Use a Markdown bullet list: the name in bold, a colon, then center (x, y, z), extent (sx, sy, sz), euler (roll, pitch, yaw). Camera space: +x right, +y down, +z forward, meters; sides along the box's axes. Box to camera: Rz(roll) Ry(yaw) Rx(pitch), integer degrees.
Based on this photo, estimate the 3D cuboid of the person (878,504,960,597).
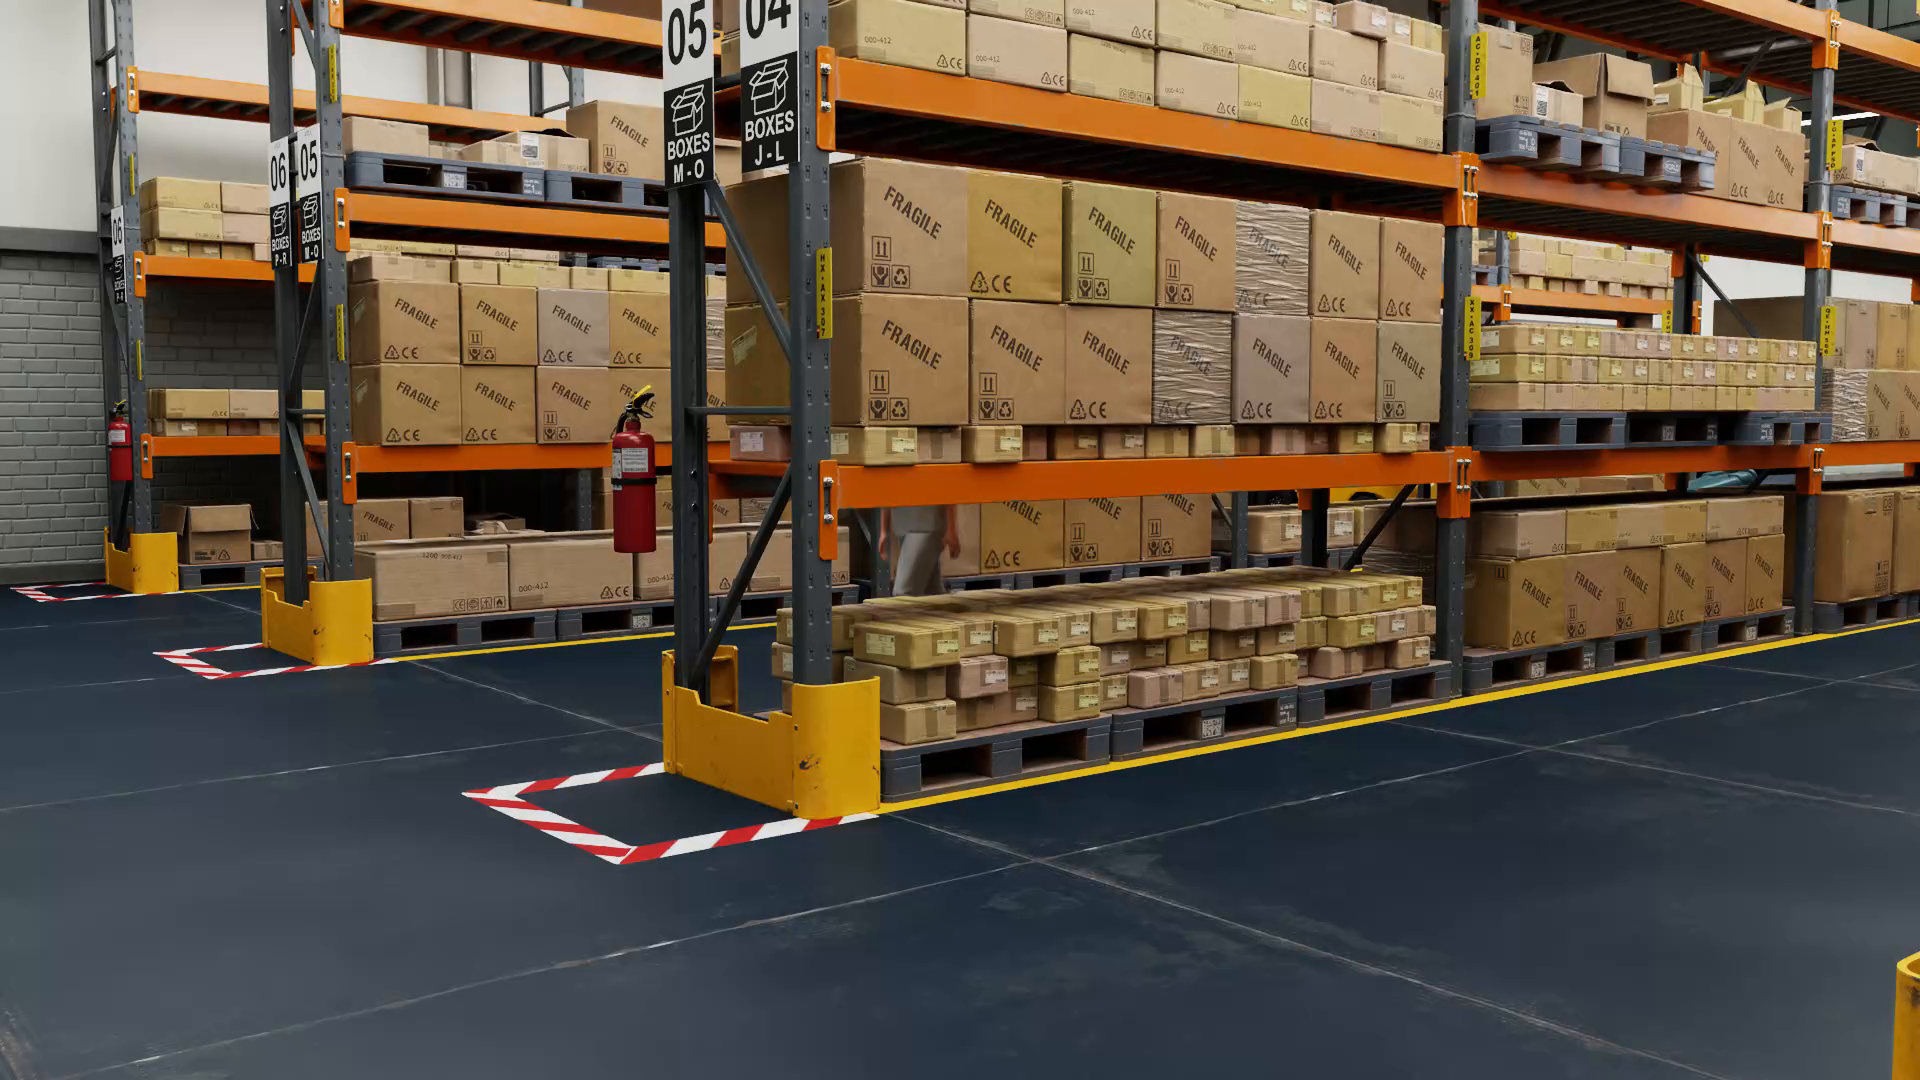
- **person**: center (-0.242, -0.003, 8.996), extent (0.685, 1.699, 0.470), euler (-3, 5, -33)
